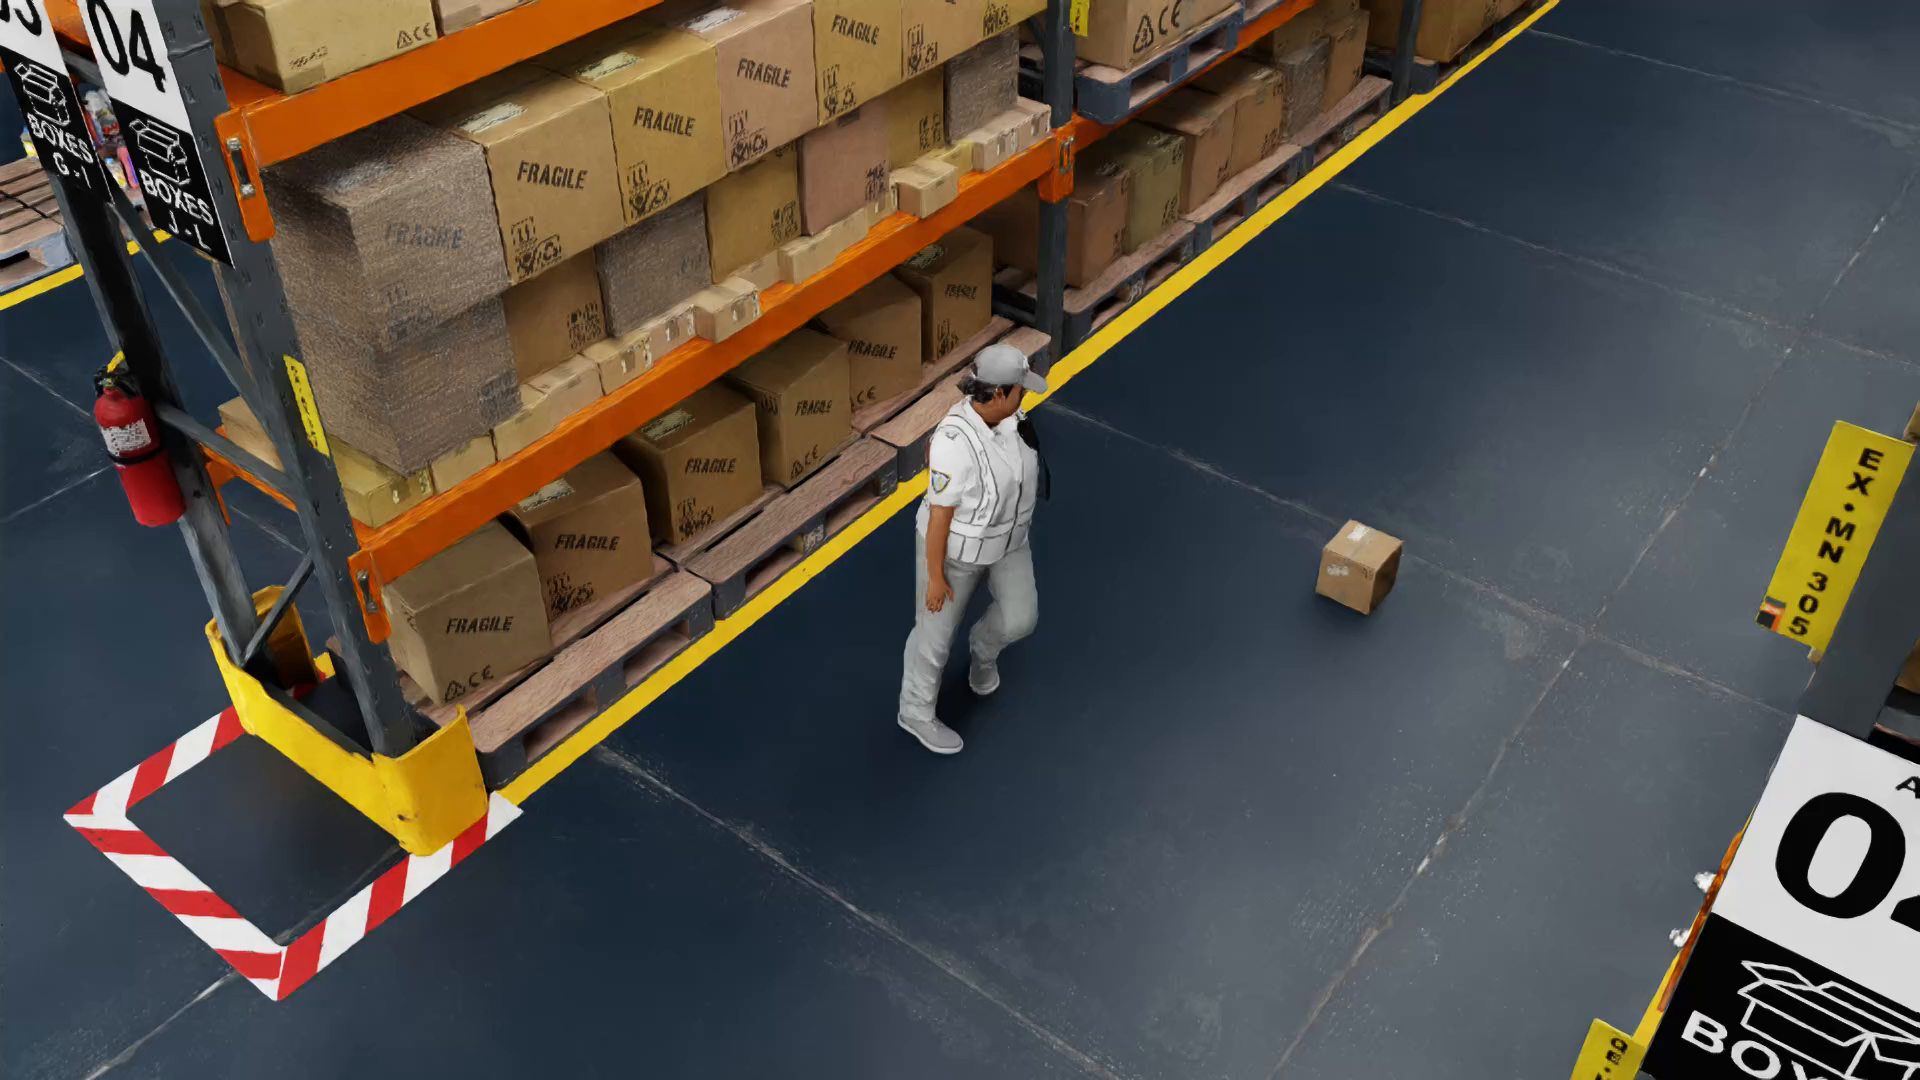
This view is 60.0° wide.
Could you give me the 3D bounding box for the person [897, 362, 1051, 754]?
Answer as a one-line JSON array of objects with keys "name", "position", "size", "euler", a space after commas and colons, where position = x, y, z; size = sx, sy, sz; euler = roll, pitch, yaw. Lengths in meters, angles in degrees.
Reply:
[{"name": "person", "position": [0.031, 0.028, 6.154], "size": [0.600, 1.615, 0.401], "euler": [-31, 48, -32]}]
